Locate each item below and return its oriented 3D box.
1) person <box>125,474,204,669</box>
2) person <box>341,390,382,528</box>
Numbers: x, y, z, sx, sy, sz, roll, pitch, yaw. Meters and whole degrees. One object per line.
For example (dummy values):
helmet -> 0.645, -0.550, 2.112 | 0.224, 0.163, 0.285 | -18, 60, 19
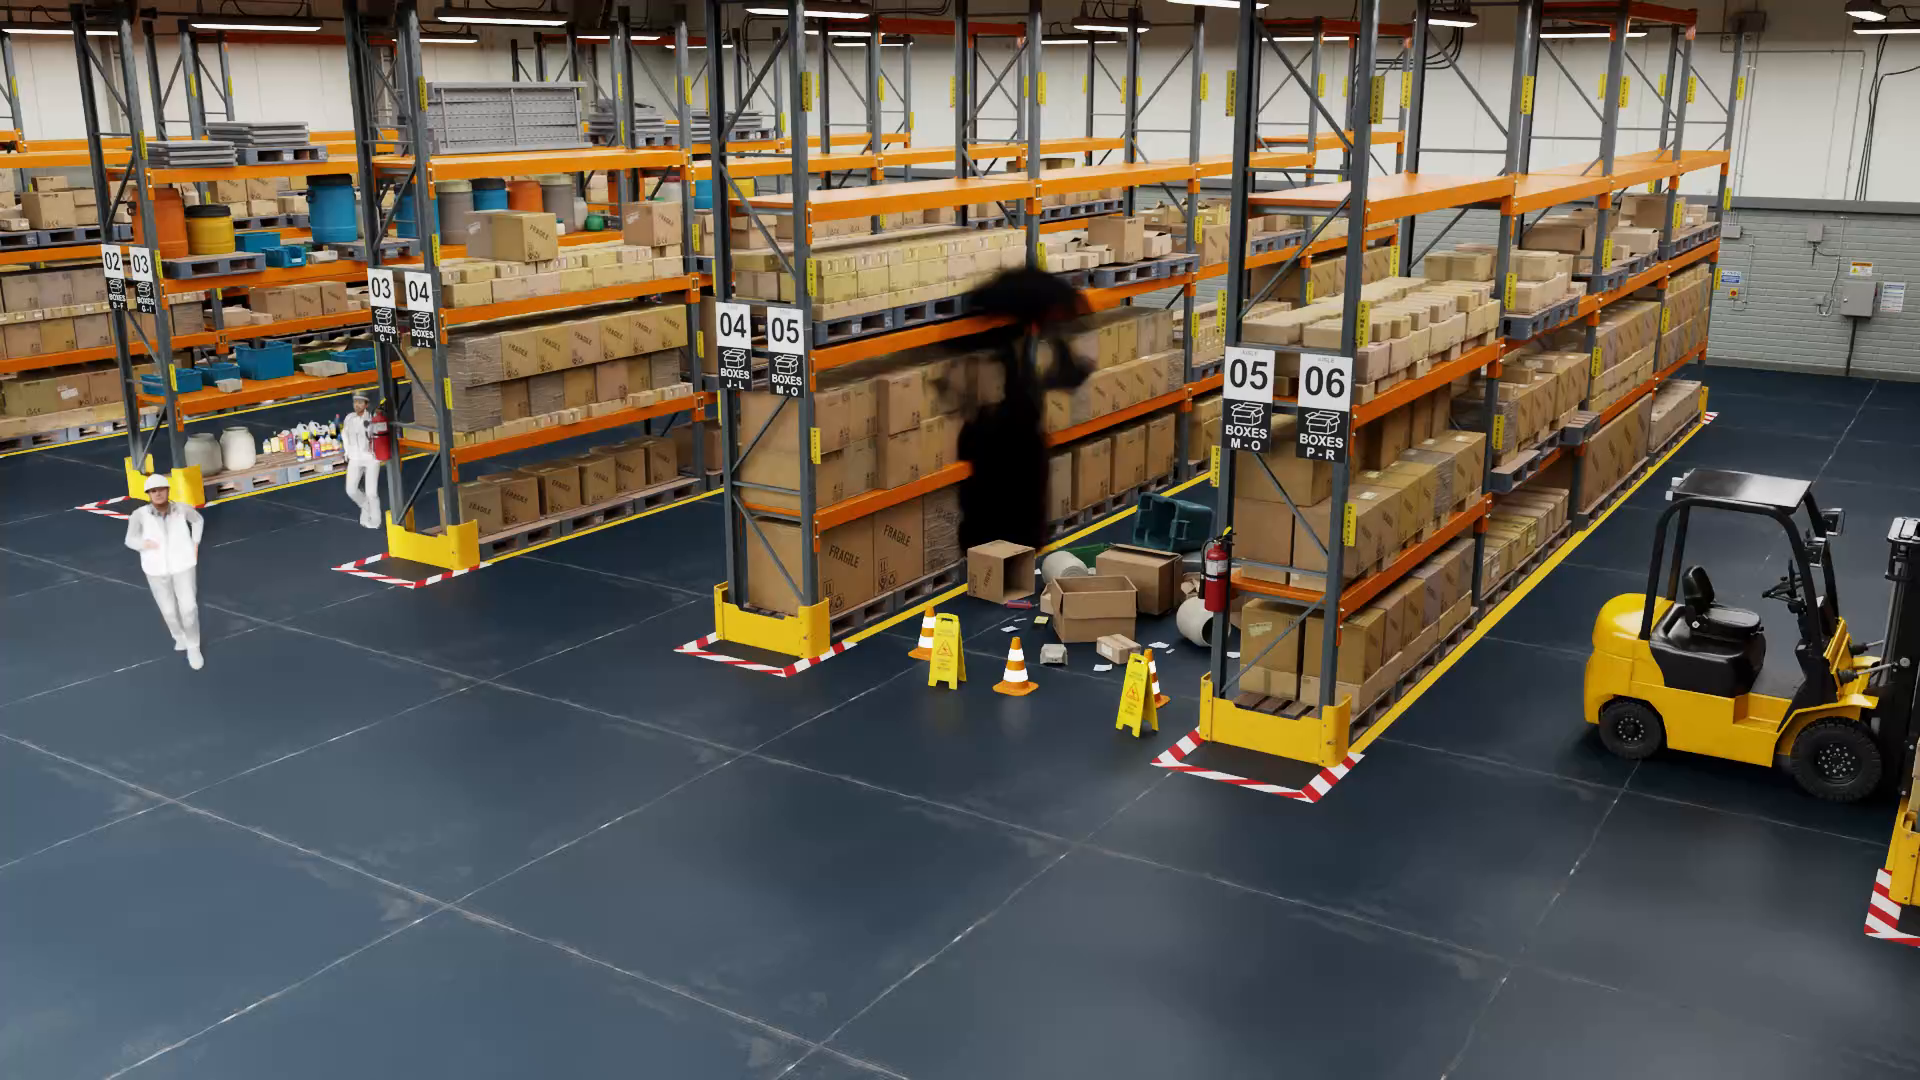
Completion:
person -> -7.131, 0.272, 15.001 | 0.638, 1.804, 0.789 | -6, 17, -20
person -> -6.993, -0.929, 19.426 | 0.604, 1.658, 0.555 | 1, 16, 2
